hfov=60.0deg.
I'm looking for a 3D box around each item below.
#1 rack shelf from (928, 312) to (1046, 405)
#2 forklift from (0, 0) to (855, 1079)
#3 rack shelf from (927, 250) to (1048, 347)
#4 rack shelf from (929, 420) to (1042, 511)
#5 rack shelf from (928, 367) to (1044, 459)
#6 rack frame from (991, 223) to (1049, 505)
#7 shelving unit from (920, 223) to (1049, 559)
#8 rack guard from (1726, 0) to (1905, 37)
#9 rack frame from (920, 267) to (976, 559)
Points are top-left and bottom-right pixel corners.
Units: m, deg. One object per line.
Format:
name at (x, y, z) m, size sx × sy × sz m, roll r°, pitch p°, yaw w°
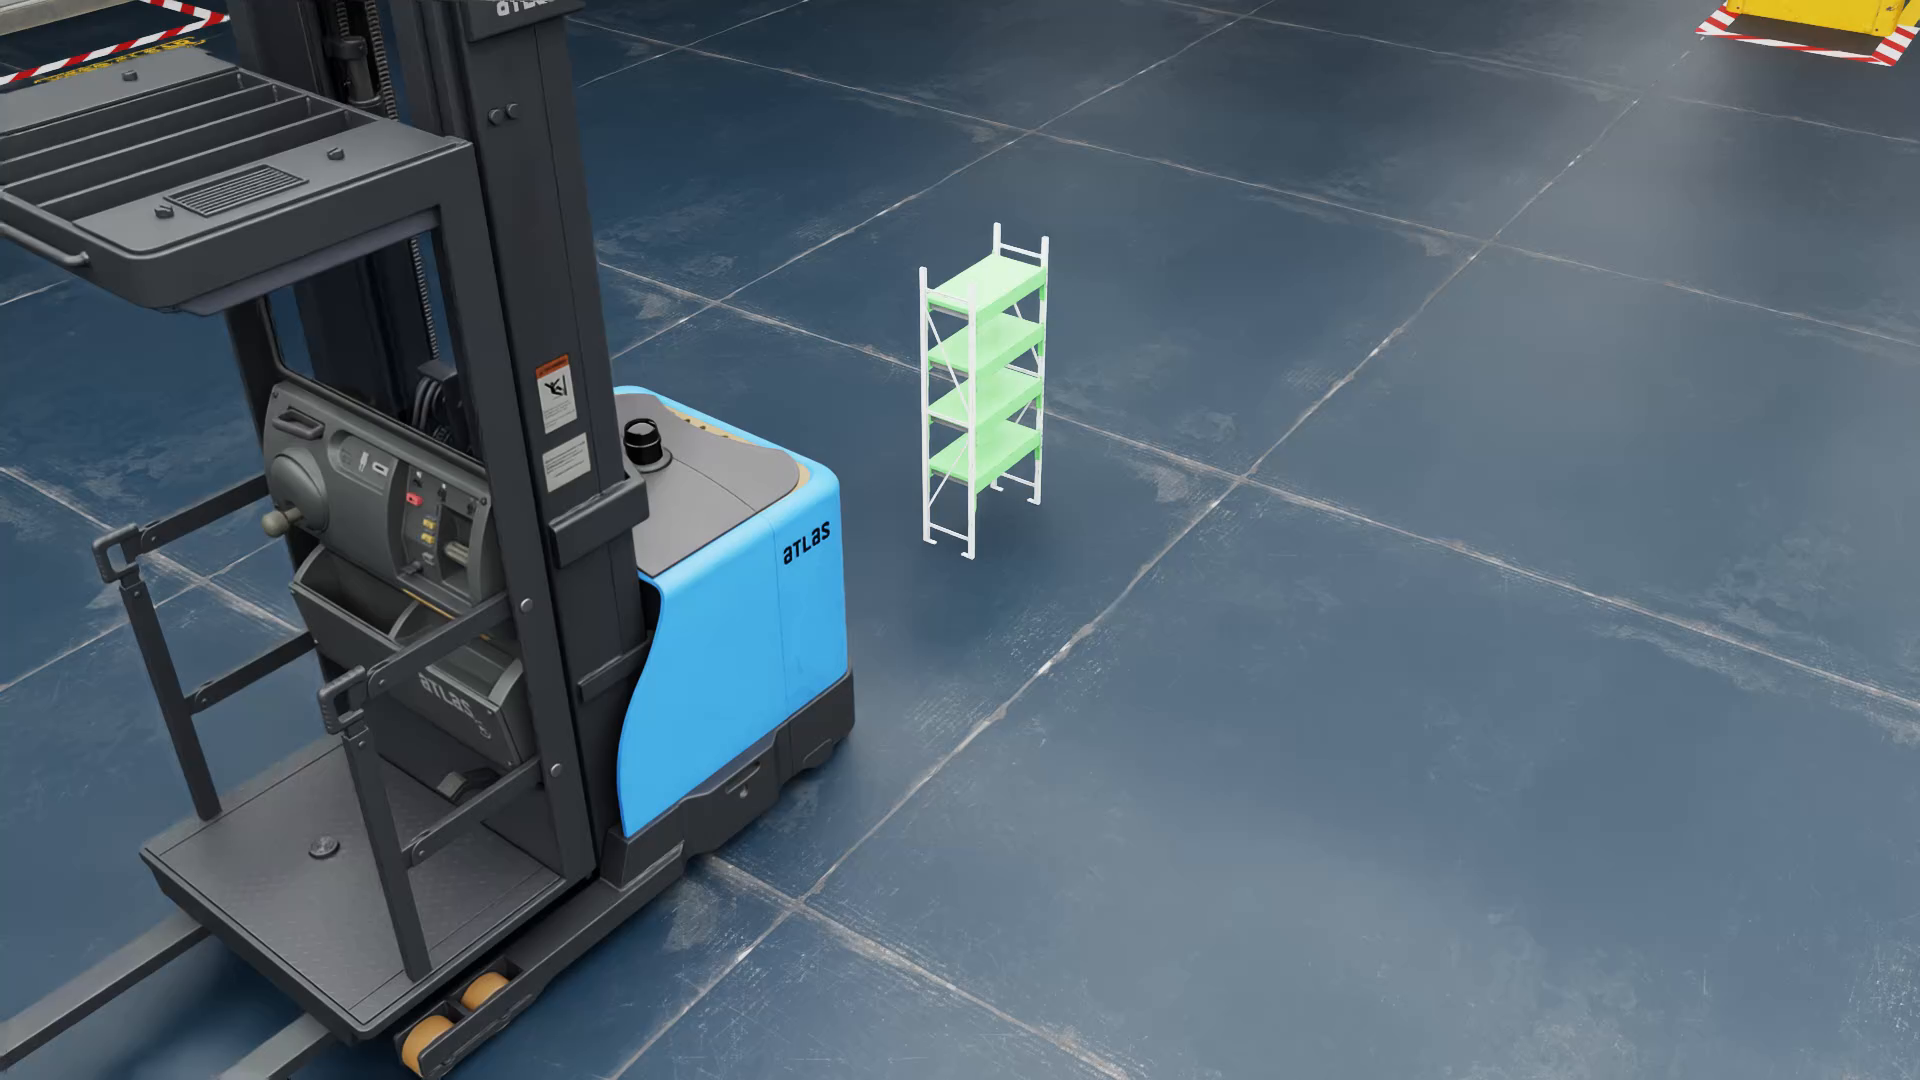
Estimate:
rack shelf at (0.094, -0.719, 6.428) m, size 0.258 × 0.148 × 0.480 m, roll 21°, pitch 39°, yaw 28°
forklift at (-1.661, -0.053, 4.212) m, size 1.130 × 2.935 × 3.031 m, roll 24°, pitch 41°, yaw 31°
rack shelf at (0.094, -0.918, 6.293) m, size 0.258 × 0.148 × 0.480 m, roll 21°, pitch 39°, yaw 28°
rack shelf at (0.094, -0.321, 6.697) m, size 0.258 × 0.148 × 0.480 m, roll 21°, pitch 39°, yaw 28°
rack shelf at (0.094, -0.520, 6.562) m, size 0.258 × 0.148 × 0.480 m, roll 21°, pitch 39°, yaw 28°
rack frame at (0.234, -0.685, 6.693) m, size 0.240 × 1.200 × 0.015 m, roll 21°, pitch 39°, yaw 28°
shelving unit at (0.094, -0.573, 6.527) m, size 0.258 × 1.200 × 0.503 m, roll 21°, pitch 39°, yaw 28°
rack guard at (6.433, -4.156, 12.449) m, size 1.175 × 0.500 × 0.348 m, roll 21°, pitch 39°, yaw 28°
rack frame at (-0.045, -0.461, 6.360) m, size 0.240 × 1.200 × 0.015 m, roll 21°, pitch 39°, yaw 28°
